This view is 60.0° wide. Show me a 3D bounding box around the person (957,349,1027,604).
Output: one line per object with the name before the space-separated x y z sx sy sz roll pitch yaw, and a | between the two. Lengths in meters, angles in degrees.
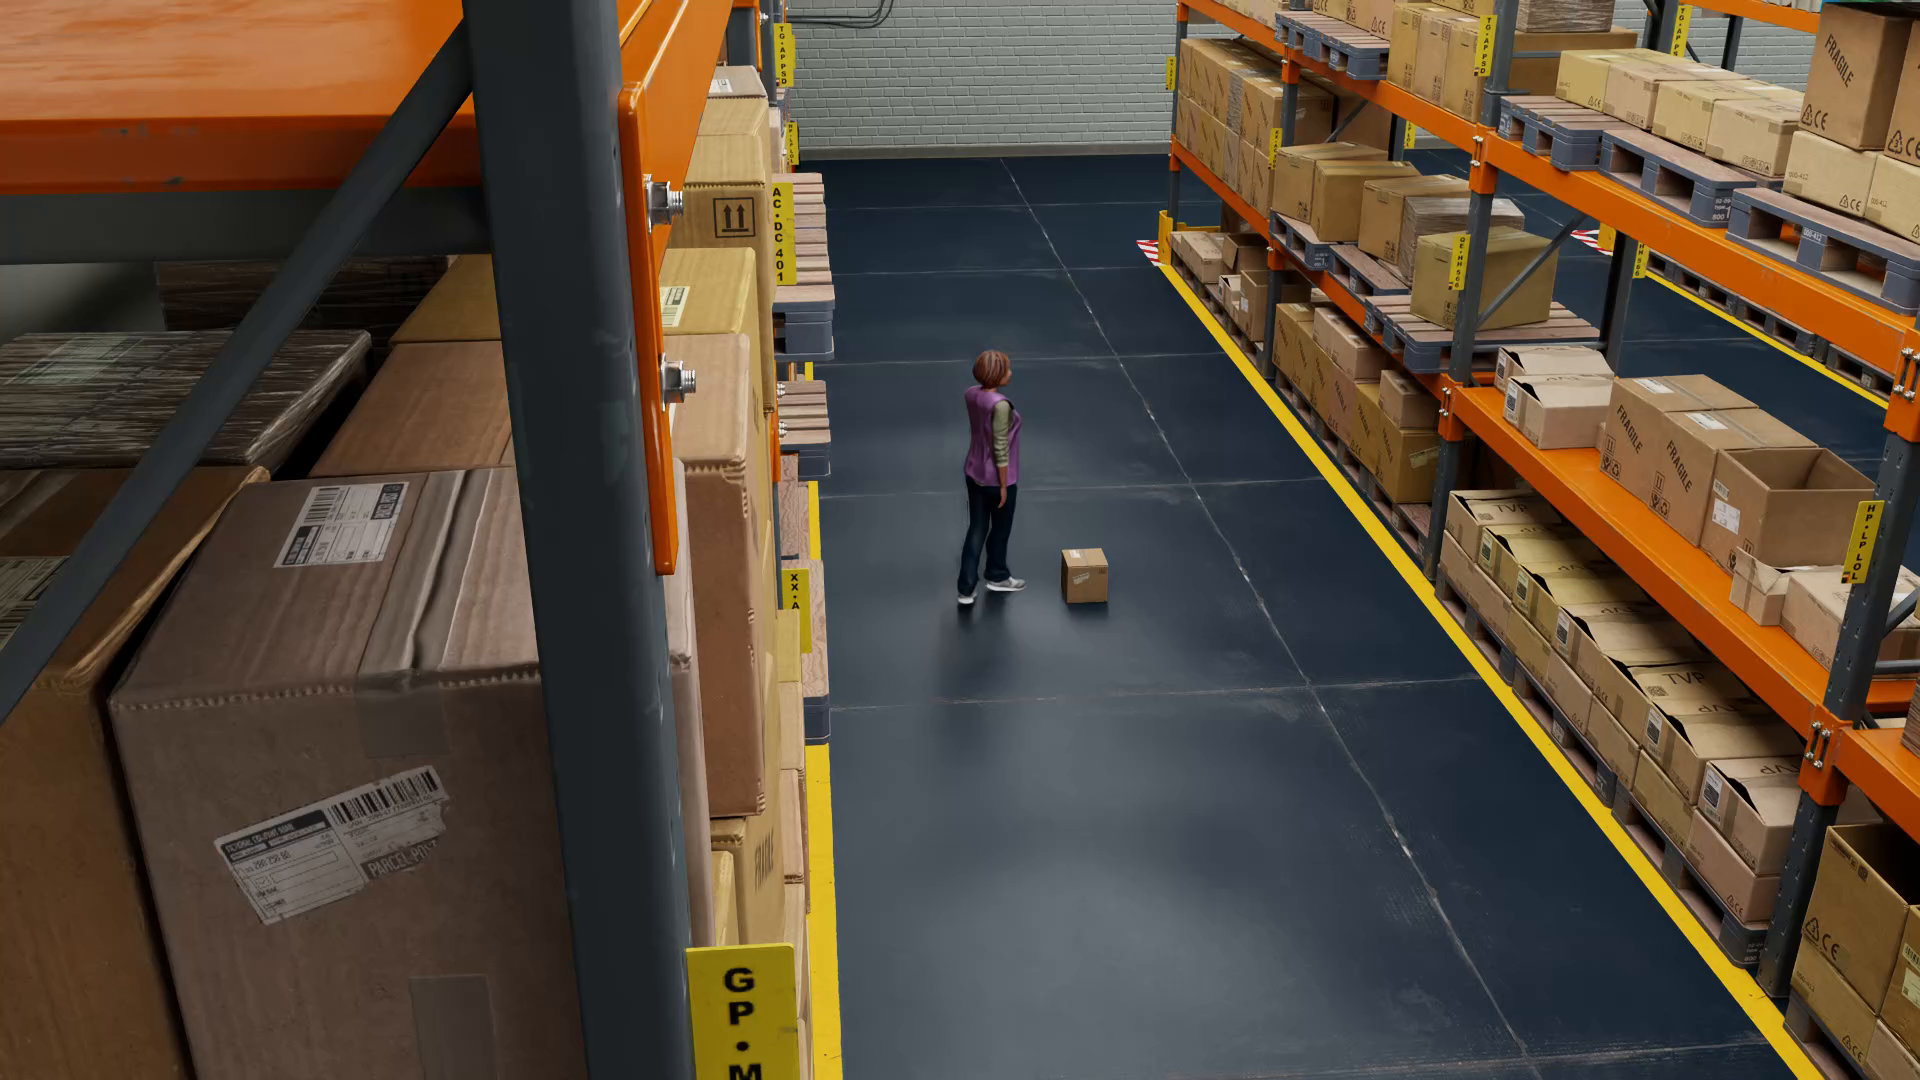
person | 0.173 -0.376 9.965 0.568 1.603 0.500 -18 30 -35
